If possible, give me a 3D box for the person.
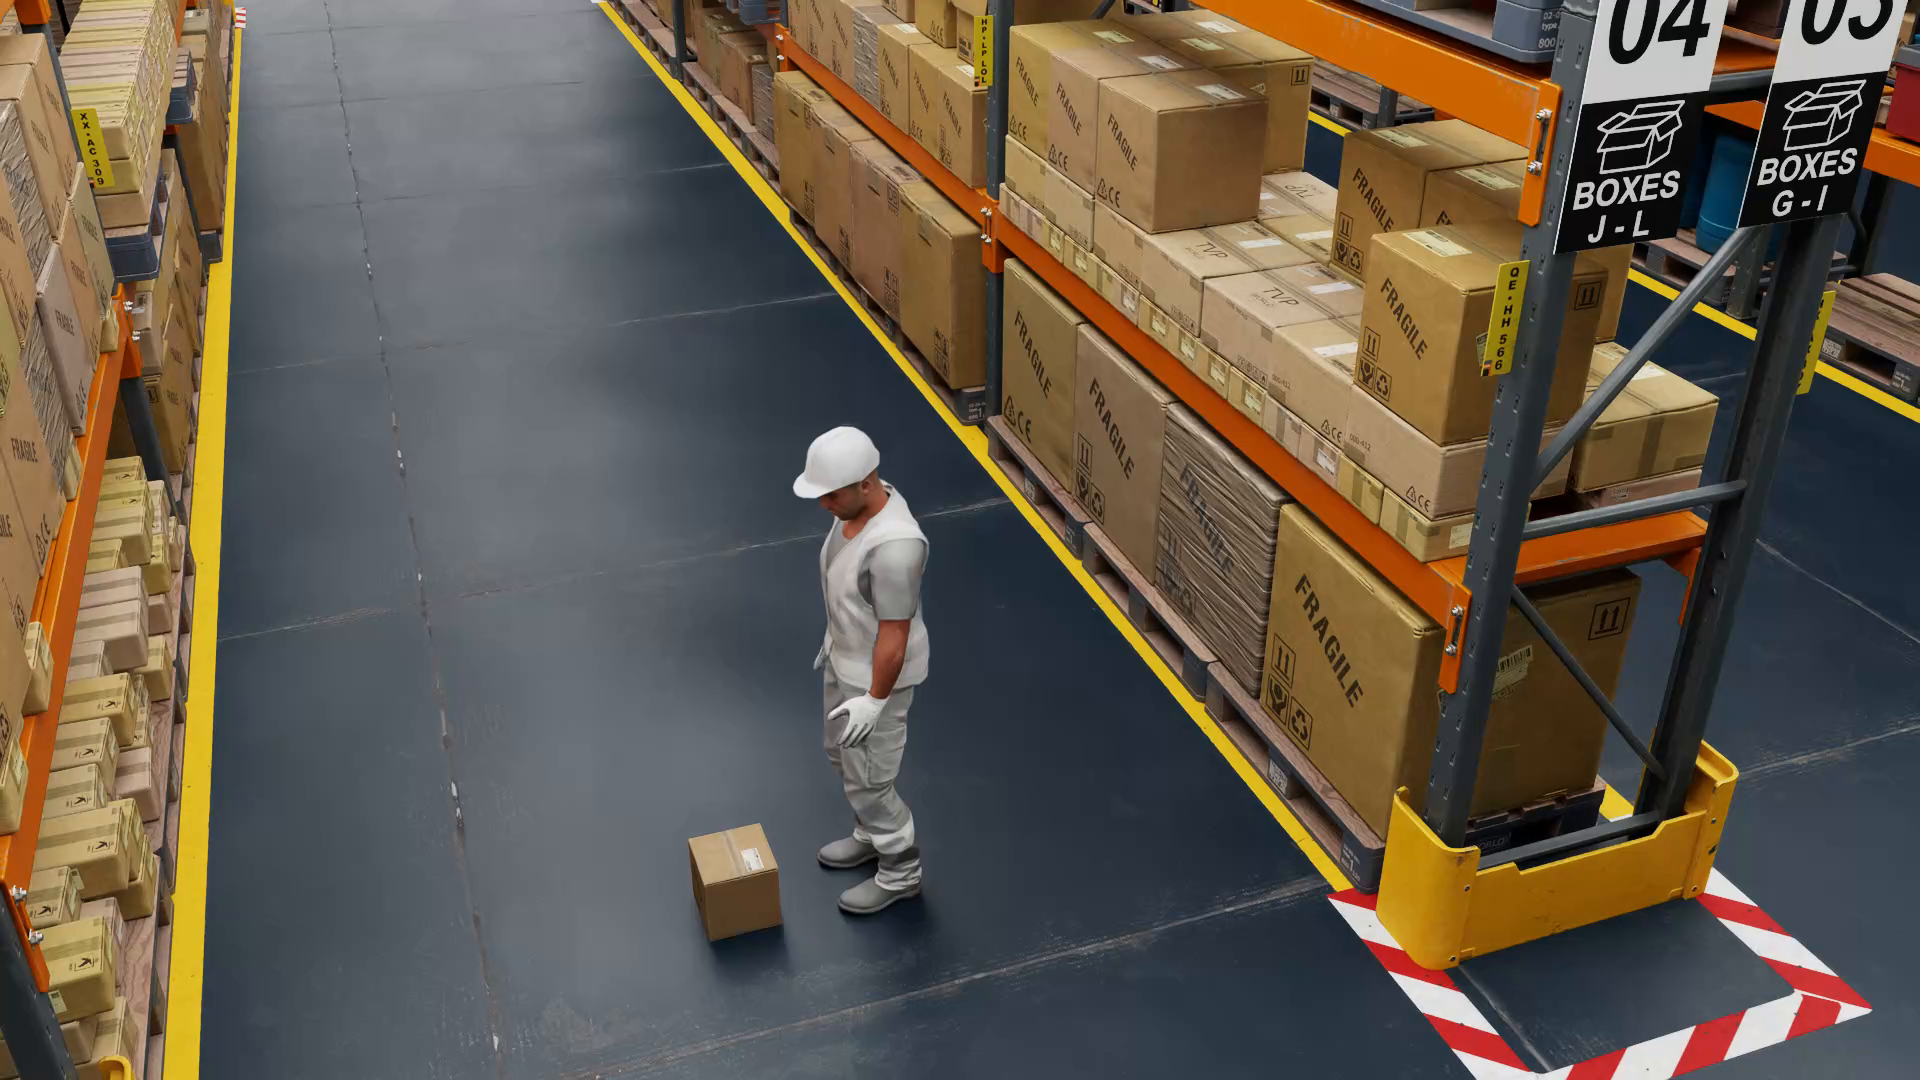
[{"bbox_3d":[-0.309,0.430,5.373,0.400,1.762,0.533,-10,31,-17],"label":"person"}]
